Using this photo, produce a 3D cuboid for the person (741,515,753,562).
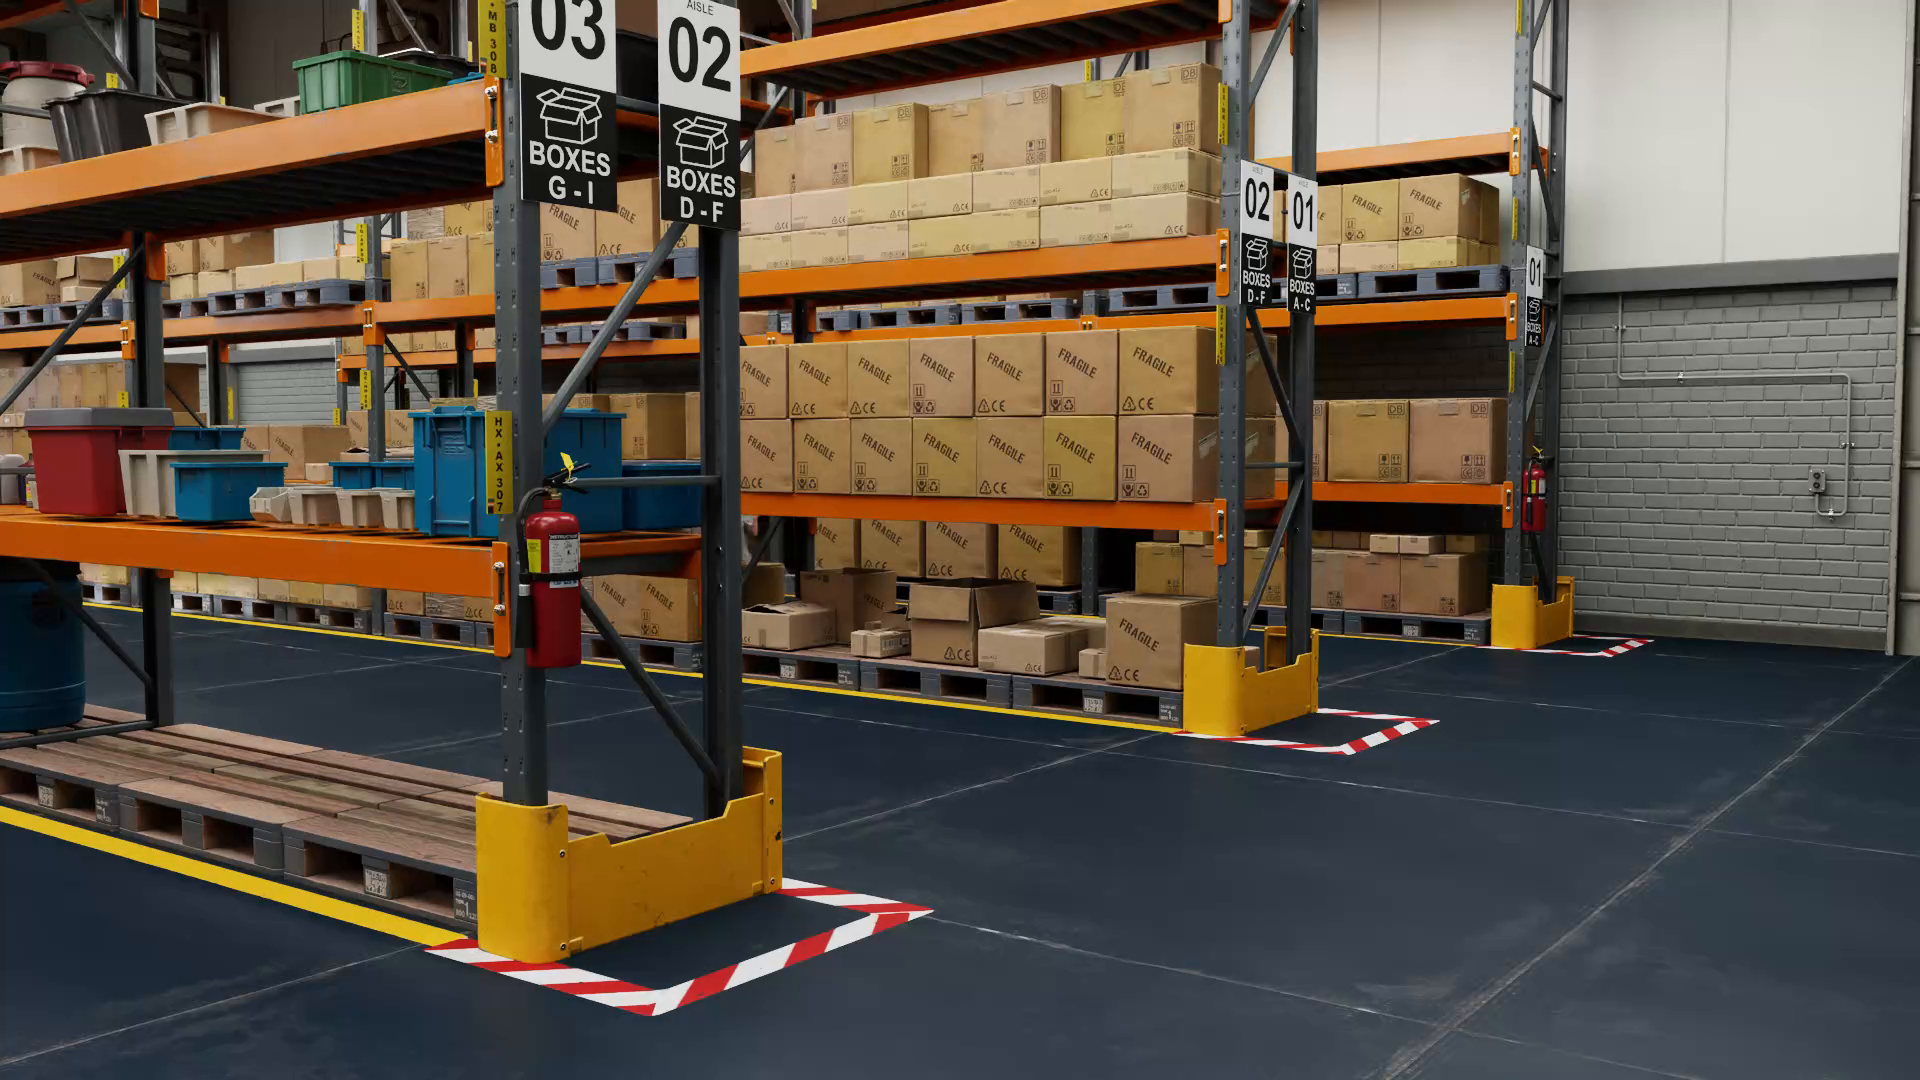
[{"bbox_3d":[-2.389,-0.172,17.154,0.964,1.534,0.404,3,4,38],"label":"person"}]
